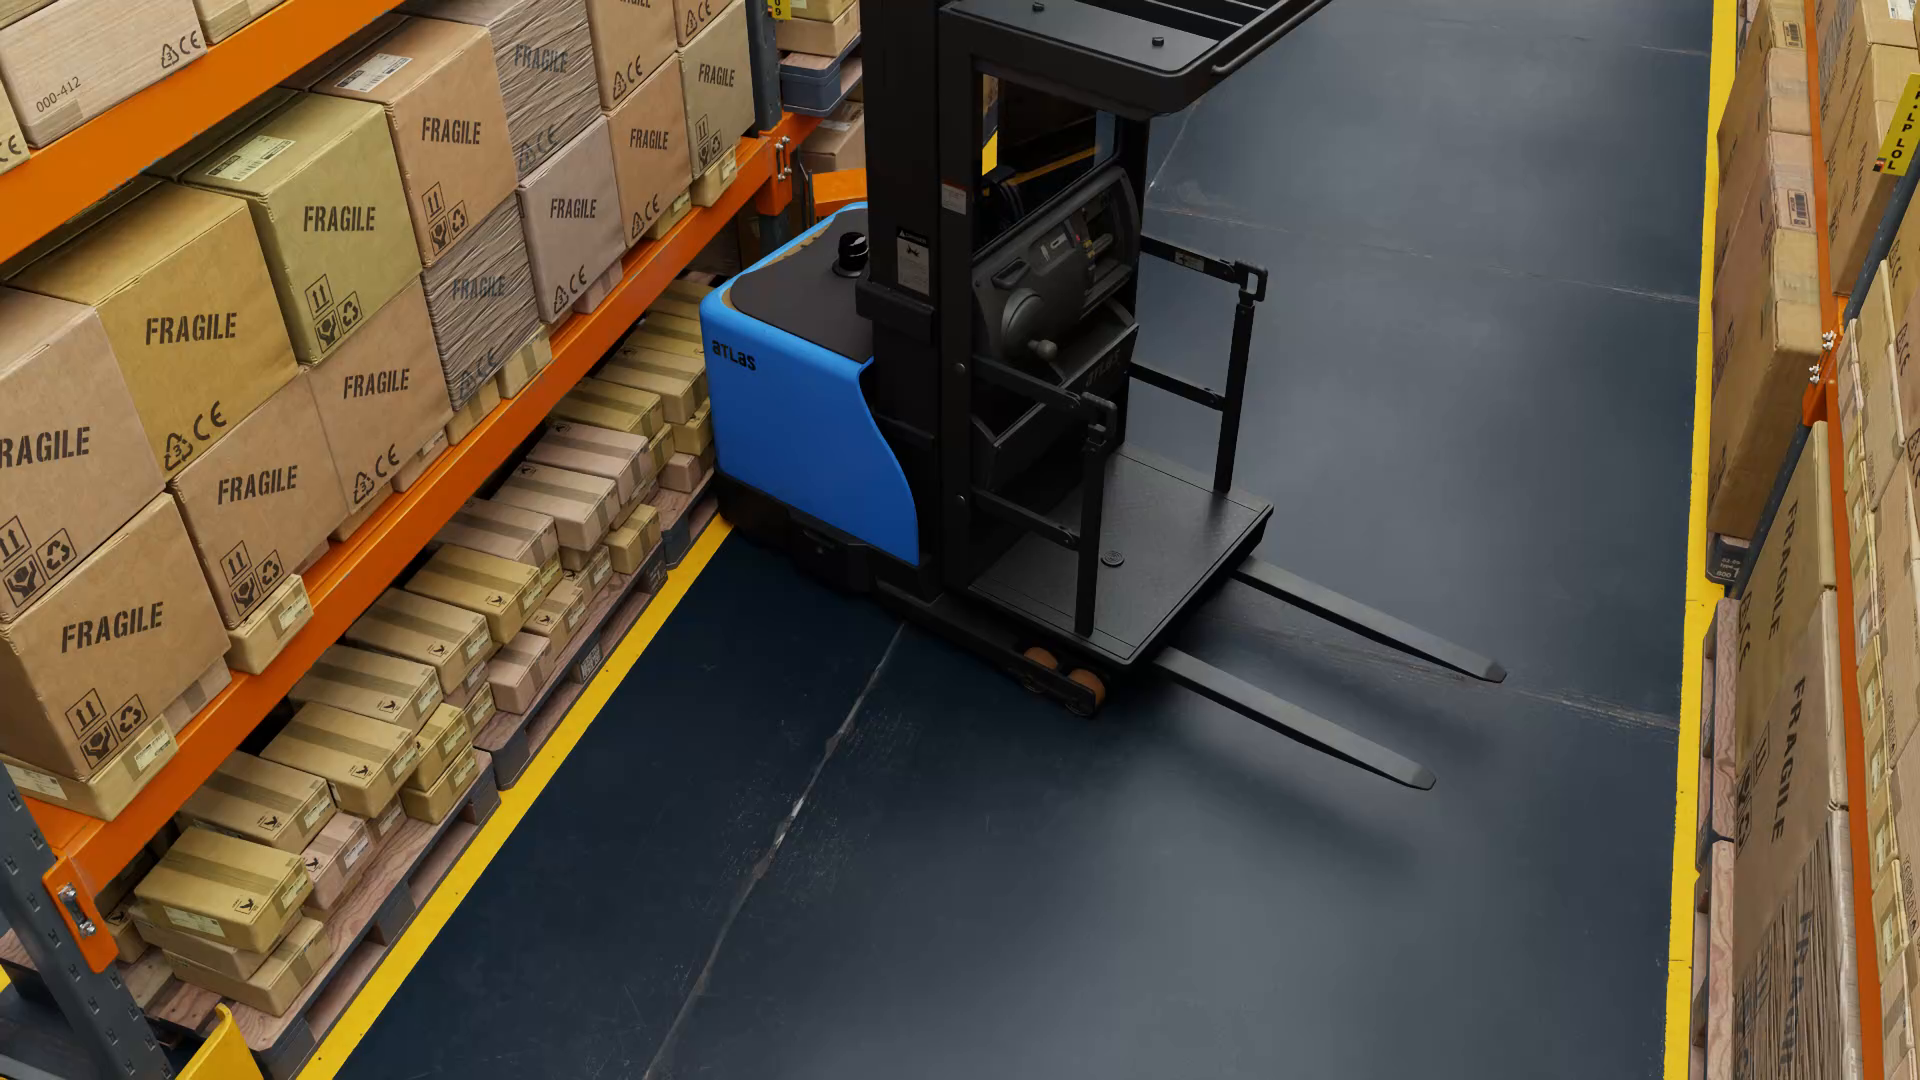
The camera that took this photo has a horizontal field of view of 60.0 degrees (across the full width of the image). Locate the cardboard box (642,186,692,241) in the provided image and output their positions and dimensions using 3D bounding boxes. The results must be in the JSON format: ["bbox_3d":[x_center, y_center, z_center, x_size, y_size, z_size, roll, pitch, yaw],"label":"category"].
[{"bbox_3d":[-1.216,-1.255,6.104,0.380,0.149,0.250,15,43,17],"label":"cardboard box"}]

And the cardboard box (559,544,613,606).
[{"bbox_3d":[-1.526,0.107,6.186,0.380,0.149,0.250,14,42,16],"label":"cardboard box"}]

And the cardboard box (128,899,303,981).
[{"bbox_3d":[-2.153,1.081,4.816,0.380,0.149,0.250,15,43,17],"label":"cardboard box"}]

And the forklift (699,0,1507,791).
[{"bbox_3d":[0.506,-0.877,5.520,3.031,2.935,1.130,25,46,26],"label":"forklift"}]

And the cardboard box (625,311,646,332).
[{"bbox_3d":[-1.518,-1.045,7.079,0.380,0.149,0.250,15,43,17],"label":"cardboard box"}]

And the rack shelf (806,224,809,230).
[{"bbox_3d":[-0.394,-1.247,7.046,0.480,0.148,0.258,-10,42,-12],"label":"rack shelf"}]

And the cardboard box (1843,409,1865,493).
[{"bbox_3d":[2.828,-0.222,4.893,0.380,0.149,0.250,15,43,16],"label":"cardboard box"}]

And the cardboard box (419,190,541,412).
[{"bbox_3d":[-1.653,-0.772,5.038,0.500,0.500,0.500,12,42,14],"label":"cardboard box"}]

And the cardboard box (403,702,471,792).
[{"bbox_3d":[-1.816,0.625,5.350,0.380,0.149,0.250,15,43,16],"label":"cardboard box"}]

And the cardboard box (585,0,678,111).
[{"bbox_3d":[-1.284,-1.776,5.444,0.500,0.500,0.500,12,42,14],"label":"cardboard box"}]

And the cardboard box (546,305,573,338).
[{"bbox_3d":[-1.530,-0.788,5.556,0.380,0.149,0.250,13,42,14],"label":"cardboard box"}]

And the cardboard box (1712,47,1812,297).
[{"bbox_3d":[4.221,-1.578,7.602,1.225,0.875,0.875,13,42,15],"label":"cardboard box"}]

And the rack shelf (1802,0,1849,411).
[{"bbox_3d":[4.105,-1.692,6.976,1.077,0.370,4.000,13,42,15],"label":"rack shelf"}]

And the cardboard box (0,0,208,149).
[{"bbox_3d":[-1.995,-1.090,3.521,0.500,0.250,0.500,15,43,16],"label":"cardboard box"}]

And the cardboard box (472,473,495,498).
[{"bbox_3d":[-1.955,-0.240,6.134,0.380,0.149,0.250,12,42,13],"label":"cardboard box"}]

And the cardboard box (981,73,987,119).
[{"bbox_3d":[-0.164,-2.455,8.919,0.500,0.500,0.500,11,42,13],"label":"cardboard box"}]

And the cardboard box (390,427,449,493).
[{"bbox_3d":[-1.777,-0.307,4.992,0.380,0.149,0.250,13,42,14],"label":"cardboard box"}]

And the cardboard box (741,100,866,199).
[{"bbox_3d":[-0.705,-1.794,7.566,0.500,0.250,0.500,12,42,13],"label":"cardboard box"}]

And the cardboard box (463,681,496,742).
[{"bbox_3d":[-1.814,0.569,5.645,0.380,0.149,0.250,13,42,15],"label":"cardboard box"}]

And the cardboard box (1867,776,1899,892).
[{"bbox_3d":[2.301,0.718,3.791,0.380,0.149,0.250,13,42,15],"label":"cardboard box"}]

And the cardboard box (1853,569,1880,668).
[{"bbox_3d":[2.564,0.247,4.342,0.380,0.149,0.250,14,42,16],"label":"cardboard box"}]

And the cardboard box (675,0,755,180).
[{"bbox_3d":[-1.105,-1.701,6.127,0.500,0.500,0.500,13,42,15],"label":"cardboard box"}]

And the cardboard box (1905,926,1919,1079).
[{"bbox_3d":[2.143,0.974,3.183,0.500,0.250,0.500,13,42,14],"label":"cardboard box"}]

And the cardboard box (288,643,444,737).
[{"bbox_3d":[-1.880,0.496,5.272,0.380,0.149,0.250,11,42,13],"label":"cardboard box"}]

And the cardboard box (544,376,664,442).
[{"bbox_3d":[-1.373,-0.476,6.411,0.380,0.149,0.250,15,43,16],"label":"cardboard box"}]

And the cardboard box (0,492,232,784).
[{"bbox_3d":[-2.160,0.168,3.936,0.500,0.500,0.500,15,43,17],"label":"cardboard box"}]

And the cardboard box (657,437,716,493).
[{"bbox_3d":[-1.217,-0.353,6.725,0.380,0.149,0.250,12,42,14],"label":"cardboard box"}]

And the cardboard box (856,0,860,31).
[{"bbox_3d":[-0.549,-2.281,6.982,0.380,0.149,0.250,14,42,16],"label":"cardboard box"}]

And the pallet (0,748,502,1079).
[{"bbox_3d":[-2.236,1.059,5.347,1.003,0.211,1.213,13,42,15],"label":"pallet"}]

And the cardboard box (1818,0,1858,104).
[{"bbox_3d":[3.848,-2.054,6.770,0.500,0.500,0.500,13,42,15],"label":"cardboard box"}]

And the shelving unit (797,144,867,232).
[{"bbox_3d":[-0.394,-1.128,7.147,0.503,1.200,0.258,-10,42,-12],"label":"shelving unit"}]

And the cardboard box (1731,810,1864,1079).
[{"bbox_3d":[2.508,1.380,4.135,0.875,0.875,0.875,13,42,15],"label":"cardboard box"}]

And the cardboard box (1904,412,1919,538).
[{"bbox_3d":[2.668,-0.234,4.022,0.500,0.500,0.500,12,42,14],"label":"cardboard box"}]

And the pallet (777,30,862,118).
[{"bbox_3d":[-0.807,-2.269,7.246,1.003,0.211,1.213,13,42,15],"label":"pallet"}]

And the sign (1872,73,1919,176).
[{"bbox_3d":[2.908,-1.270,5.097,0.100,0.325,0.005,13,42,15],"label":"sign"}]

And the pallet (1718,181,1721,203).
[{"bbox_3d":[4.448,-1.660,8.533,1.003,0.211,1.213,13,42,15],"label":"pallet"}]

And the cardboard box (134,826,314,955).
[{"bbox_3d":[-2.075,0.986,4.698,0.380,0.149,0.250,11,42,13],"label":"cardboard box"}]

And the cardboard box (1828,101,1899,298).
[{"bbox_3d":[3.324,-1.129,5.686,0.500,0.500,0.500,13,42,15],"label":"cardboard box"}]

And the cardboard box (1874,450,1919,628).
[{"bbox_3d":[2.668,0.046,4.271,0.500,0.250,0.500,14,43,16],"label":"cardboard box"}]

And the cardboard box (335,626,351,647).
[{"bbox_3d":[-2.320,0.322,5.705,0.380,0.149,0.250,14,42,16],"label":"cardboard box"}]

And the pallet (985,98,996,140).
[{"bbox_3d":[-0.106,-2.810,9.882,1.003,0.211,1.213,13,42,15],"label":"pallet"}]

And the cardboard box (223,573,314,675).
[{"bbox_3d":[-1.964,0.186,4.415,0.380,0.149,0.250,12,42,14],"label":"cardboard box"}]

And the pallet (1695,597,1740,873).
[{"bbox_3d":[3.087,0.762,5.694,1.003,0.211,1.213,13,42,15],"label":"pallet"}]

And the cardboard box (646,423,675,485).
[{"bbox_3d":[-1.348,-0.367,6.513,0.380,0.149,0.250,14,42,15],"label":"cardboard box"}]

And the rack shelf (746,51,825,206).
[{"bbox_3d":[-0.522,-2.854,8.338,1.077,0.370,4.000,13,42,15],"label":"rack shelf"}]

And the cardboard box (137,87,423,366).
[{"bbox_3d":[-1.805,-0.836,4.342,0.500,0.500,0.500,12,42,14],"label":"cardboard box"}]

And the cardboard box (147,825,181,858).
[{"bbox_3d":[-2.521,0.811,5.132,0.380,0.149,0.250,12,42,14],"label":"cardboard box"}]

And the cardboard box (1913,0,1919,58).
[{"bbox_3d":[3.877,-1.973,5.901,0.797,0.503,0.637,14,42,16],"label":"cardboard box"}]

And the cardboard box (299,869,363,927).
[{"bbox_3d":[-2.081,1.030,5.104,0.380,0.149,0.250,13,42,15],"label":"cardboard box"}]

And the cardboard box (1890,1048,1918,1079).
[{"bbox_3d":[2.040,1.187,3.241,0.380,0.149,0.250,13,42,15],"label":"cardboard box"}]

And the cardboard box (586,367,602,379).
[{"bbox_3d":[-1.682,-0.615,6.804,0.380,0.149,0.250,13,42,15],"label":"cardboard box"}]

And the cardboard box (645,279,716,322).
[{"bbox_3d":[-1.083,-0.935,6.949,0.380,0.149,0.250,14,43,16],"label":"cardboard box"}]

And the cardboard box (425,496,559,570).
[{"bbox_3d":[-1.647,0.004,5.848,0.380,0.149,0.250,13,42,15],"label":"cardboard box"}]

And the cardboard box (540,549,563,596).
[{"bbox_3d":[-1.659,0.105,5.960,0.380,0.149,0.250,15,43,17],"label":"cardboard box"}]

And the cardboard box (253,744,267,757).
[{"bbox_3d":[-2.425,0.768,5.412,0.380,0.149,0.250,13,42,15],"label":"cardboard box"}]
